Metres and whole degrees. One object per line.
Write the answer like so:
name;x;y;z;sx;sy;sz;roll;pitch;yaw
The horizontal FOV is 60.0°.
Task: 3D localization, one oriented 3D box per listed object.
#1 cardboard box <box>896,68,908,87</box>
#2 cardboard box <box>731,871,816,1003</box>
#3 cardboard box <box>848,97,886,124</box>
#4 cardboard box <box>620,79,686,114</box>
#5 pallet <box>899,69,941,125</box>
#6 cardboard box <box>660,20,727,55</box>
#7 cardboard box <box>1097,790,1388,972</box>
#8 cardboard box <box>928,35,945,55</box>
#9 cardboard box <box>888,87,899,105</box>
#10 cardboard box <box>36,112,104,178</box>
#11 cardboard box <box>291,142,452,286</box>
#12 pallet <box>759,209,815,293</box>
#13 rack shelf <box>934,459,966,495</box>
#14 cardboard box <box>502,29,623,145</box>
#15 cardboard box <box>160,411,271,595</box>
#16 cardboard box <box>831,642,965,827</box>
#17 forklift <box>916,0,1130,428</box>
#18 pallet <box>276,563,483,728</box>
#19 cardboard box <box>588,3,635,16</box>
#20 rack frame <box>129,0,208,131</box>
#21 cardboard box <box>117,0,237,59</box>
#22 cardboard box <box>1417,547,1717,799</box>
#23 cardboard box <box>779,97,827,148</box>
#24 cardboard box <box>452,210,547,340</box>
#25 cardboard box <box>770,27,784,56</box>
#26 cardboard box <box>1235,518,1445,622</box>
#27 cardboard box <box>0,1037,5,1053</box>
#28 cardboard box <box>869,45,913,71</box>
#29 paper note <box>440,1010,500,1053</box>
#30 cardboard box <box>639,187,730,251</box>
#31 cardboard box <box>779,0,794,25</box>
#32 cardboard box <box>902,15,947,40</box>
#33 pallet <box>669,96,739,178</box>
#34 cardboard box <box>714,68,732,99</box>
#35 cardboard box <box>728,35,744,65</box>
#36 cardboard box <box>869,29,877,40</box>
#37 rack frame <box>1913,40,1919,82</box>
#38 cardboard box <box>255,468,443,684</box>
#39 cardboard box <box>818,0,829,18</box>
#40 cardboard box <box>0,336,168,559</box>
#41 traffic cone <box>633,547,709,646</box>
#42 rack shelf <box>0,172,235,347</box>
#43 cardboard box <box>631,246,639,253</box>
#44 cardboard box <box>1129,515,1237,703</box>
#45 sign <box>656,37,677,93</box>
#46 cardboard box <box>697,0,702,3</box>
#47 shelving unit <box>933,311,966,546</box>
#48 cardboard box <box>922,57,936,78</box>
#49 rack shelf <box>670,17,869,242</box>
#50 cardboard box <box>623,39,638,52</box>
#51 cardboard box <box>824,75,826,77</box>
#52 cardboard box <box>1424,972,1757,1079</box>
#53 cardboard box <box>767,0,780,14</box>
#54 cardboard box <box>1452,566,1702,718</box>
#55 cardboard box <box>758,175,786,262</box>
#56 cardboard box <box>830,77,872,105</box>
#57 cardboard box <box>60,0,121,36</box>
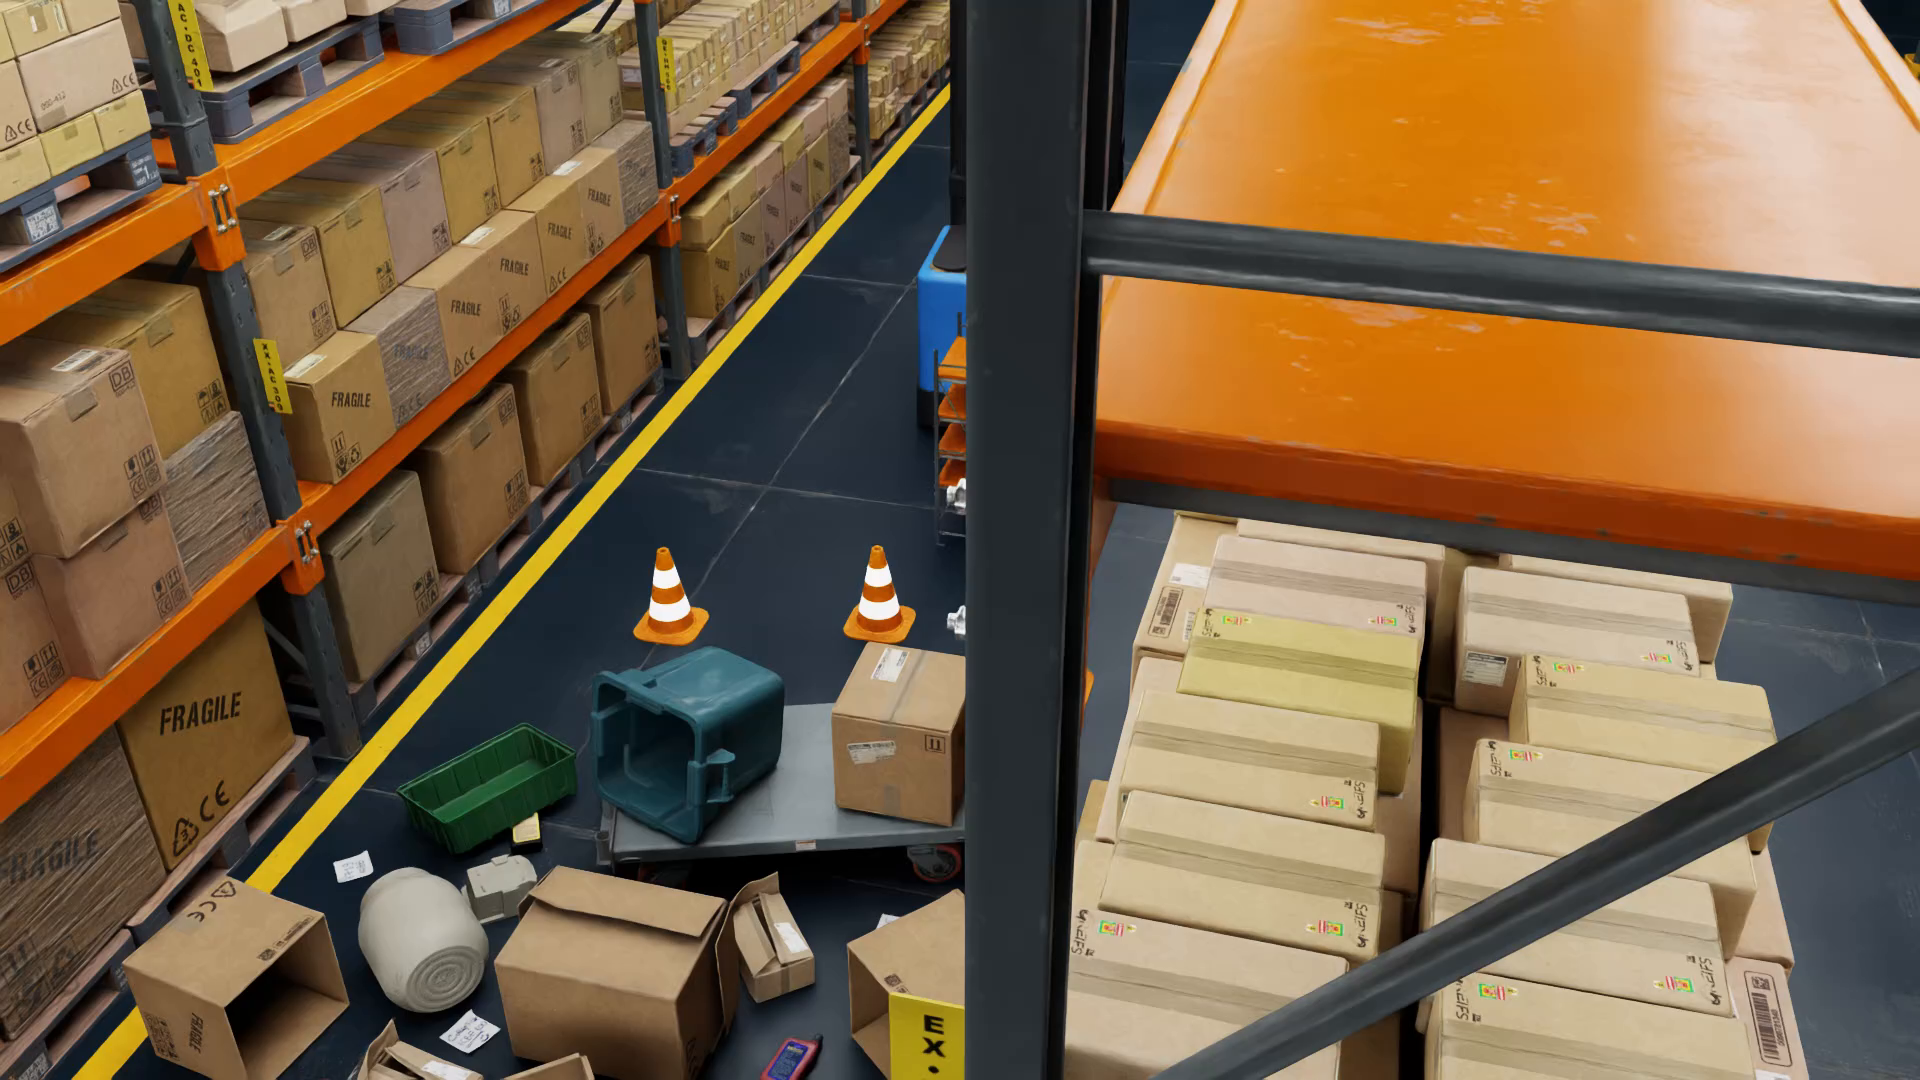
cardboard box;-0.696;-4.282;15.248;0.380;0.149;0.250;10;34;15
cardboard box;-0.765;1.574;6.597;0.258;0.266;0.396;-14;35;-21
cardboard box;-0.864;-3.728;14.376;0.380;0.149;0.250;10;34;15
cardboard box;-1.964;-2.828;10.538;0.380;0.149;0.250;9;34;15
pallet;-0.822;-4.295;15.880;1.003;0.211;1.213;8;33;12
cardboard box;-1.776;-3.348;11.078;0.380;0.149;0.250;7;33;10
cardboard box;0.406;0.524;2.394;0.380;0.149;0.250;9;33;13
cardboard box;-0.358;-4.806;16.072;0.380;0.149;0.250;9;33;13
cardboard box;-0.766;-4.016;15.106;0.380;0.149;0.250;7;33;11
cardboard box;-3.143;-1.348;5.598;0.380;0.149;0.250;9;33;13
cardboard box;-2.918;-1.584;7.991;0.700;0.500;0.500;8;33;13
pallet;-1.769;-2.268;12.690;1.003;0.211;1.213;8;33;12
rack shelf;0.042;-0.368;9.276;0.258;0.148;0.480;8;33;12
cardboard box;-2.404;-2.640;9.652;0.700;0.500;0.500;8;33;12
cardboard box;-3.378;-0.202;6.703;0.875;0.550;0.550;8;33;12
cardboard box;-0.212;0.798;6.893;0.500;0.500;0.500;8;33;12
forklift;0.528;-2.632;10.728;1.130;2.935;3.031;6;33;10
pallet;-3.173;0.434;8.441;1.003;0.211;1.213;8;33;12
cardboard box;-2.336;-3.576;11.438;0.380;0.149;0.250;8;33;12
rack frame;-3.296;-2.864;5.437;1.000;3.000;0.127;8;33;12
cardboard box;-3.271;-2.143;6.753;0.500;0.250;0.500;8;33;13
cardboard box;1.132;0.281;3.149;0.500;0.250;0.500;9;34;14
cardboard box;-1.353;-3.237;12.855;0.500;0.250;0.500;10;34;15
cardboard box;-2.516;-1.395;8.625;0.500;0.500;0.500;9;33;13
cardboard box;-1.502;-3.645;12.101;0.380;0.149;0.250;9;34;14
cardboard box;0.728;0.007;3.208;0.380;0.149;0.250;7;33;11
cardboard box;-3.981;1.645;5.525;0.875;0.875;0.875;8;33;12
cardboard box;-0.646;-4.392;15.143;0.380;0.149;0.250;9;33;13
paper note;-1.870;1.878;6.345;0.172;0.023;0.155;20;38;29
cardboard box;-1.872;-2.172;11.179;0.500;0.250;0.500;7;33;10
cardboard box;-1.439;-3.904;12.231;0.380;0.149;0.250;6;33;10
cardboard box;-0.343;-4.928;15.988;0.380;0.149;0.250;9;34;14
pallet;-2.203;-2.711;10.968;1.213;0.211;1.003;8;33;12
cardboard box;-1.769;-3.103;11.248;0.380;0.149;0.250;10;34;15
cardboard box;-1.705;-3.368;11.388;0.380;0.149;0.250;8;33;12
cardboard box;-0.998;-4.730;15.675;0.380;0.149;0.250;8;33;12
rack frame;9.365;-5.264;14.804;1.000;3.000;0.127;8;33;12
cardboard box;-3.225;0.106;8.063;1.050;0.750;0.750;8;33;12
cardboard box;-1.240;-4.187;12.953;0.380;0.149;0.250;8;33;13
cardboard box;-3.450;-0.363;5.949;0.875;0.550;0.550;8;33;12
traffic cone;-1.495;0.248;8.498;0.336;0.463;0.334;8;33;12
rack shelf;-3.803;-0.257;4.802;1.077;0.370;4.000;8;33;12
cardboard box;-2.367;-1.907;11.463;0.500;0.500;0.500;8;33;12
cardboard box;0.628;0.204;3.270;0.500;0.250;0.500;9;34;14
sign;-1.743;-2.823;9.885;0.100;0.325;0.005;8;33;12
cardboard box;-2.071;-3.995;12.373;0.380;0.149;0.250;9;34;14
shelving unit;0.042;-0.592;9.133;0.258;1.200;0.503;8;33;12
cardboard box;-0.443;-4.549;15.946;0.380;0.149;0.250;9;33;13
rack shelf;-1.773;-3.142;12.137;1.077;0.370;4.000;8;33;12
cardboard box;-2.401;-3.328;11.325;0.380;0.149;0.250;8;33;12
cardboard box;-1.401;-4.067;14.633;0.380;0.149;0.250;8;33;13
cardboard box;0.790;0.712;2.099;0.380;0.149;0.250;8;33;12
cardboard box;-1.510;-3.895;11.939;0.380;0.149;0.250;7;33;10
cardboard box;1.068;0.196;2.910;0.380;0.149;0.250;8;33;12
cardboard box;-1.604;-2.391;12.223;0.500;0.500;0.500;7;33;11
cardboard box;-0.978;-3.859;14.306;0.380;0.149;0.250;9;34;14
cardboard box;-3.080;-1.815;5.589;0.380;0.149;0.250;8;33;12
